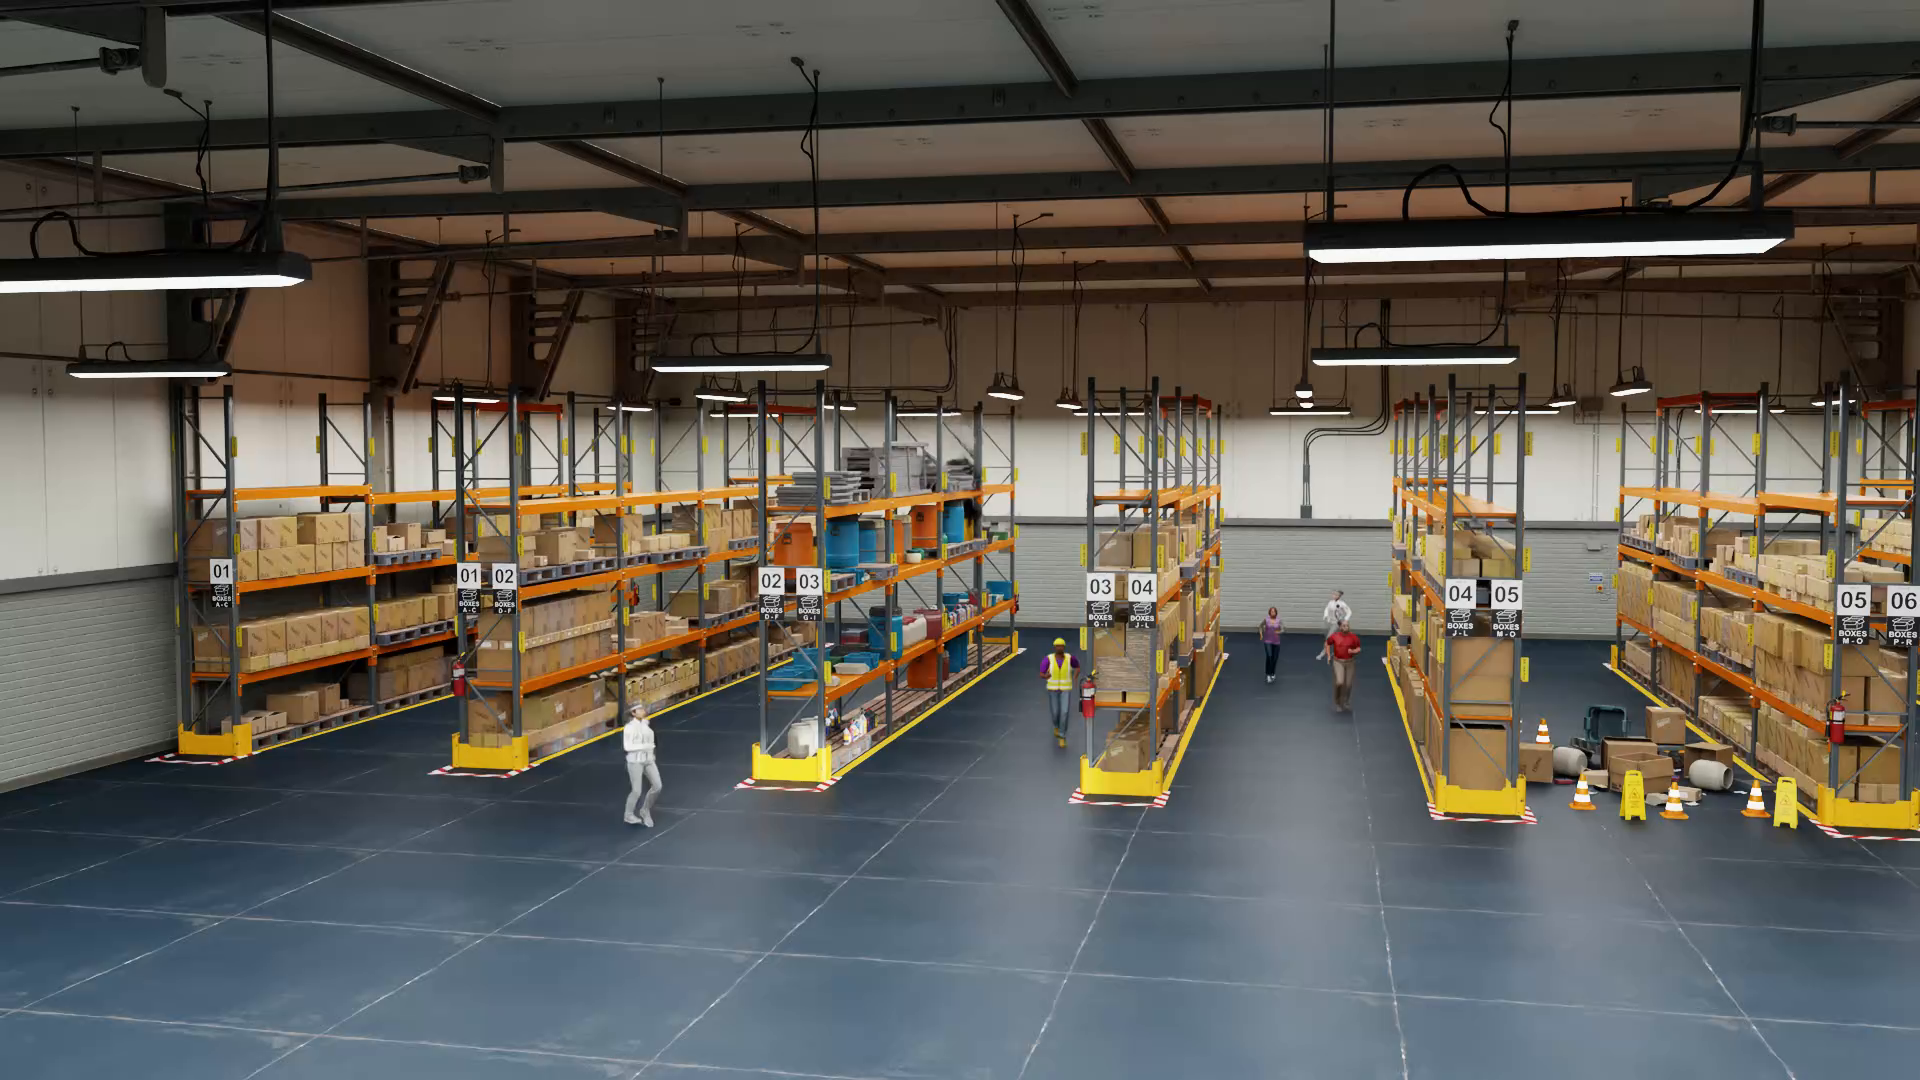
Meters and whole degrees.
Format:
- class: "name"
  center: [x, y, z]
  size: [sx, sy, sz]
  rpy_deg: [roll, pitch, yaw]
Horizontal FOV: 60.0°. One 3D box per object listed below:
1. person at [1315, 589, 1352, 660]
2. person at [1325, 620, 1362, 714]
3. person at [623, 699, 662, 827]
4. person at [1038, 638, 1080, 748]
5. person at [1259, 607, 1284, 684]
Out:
- class: "person"
  center: [8.787, 1.972, 39.022]
  size: [0.925, 1.660, 0.677]
  rpy_deg: [-2, 4, -34]
- class: "person"
  center: [7.245, 2.399, 31.369]
  size: [0.633, 1.778, 0.732]
  rpy_deg: [0, 3, 2]
- class: "person"
  center: [-4.164, 2.946, 21.862]
  size: [0.638, 1.699, 0.594]
  rpy_deg: [2, 4, 37]
- class: "person"
  center: [1.664, 2.528, 27.934]
  size: [0.695, 1.770, 0.962]
  rpy_deg: [0, 3, 5]
- class: "person"
  center: [6.627, 2.226, 35.340]
  size: [0.503, 1.627, 0.691]
  rpy_deg: [0, 3, 1]
